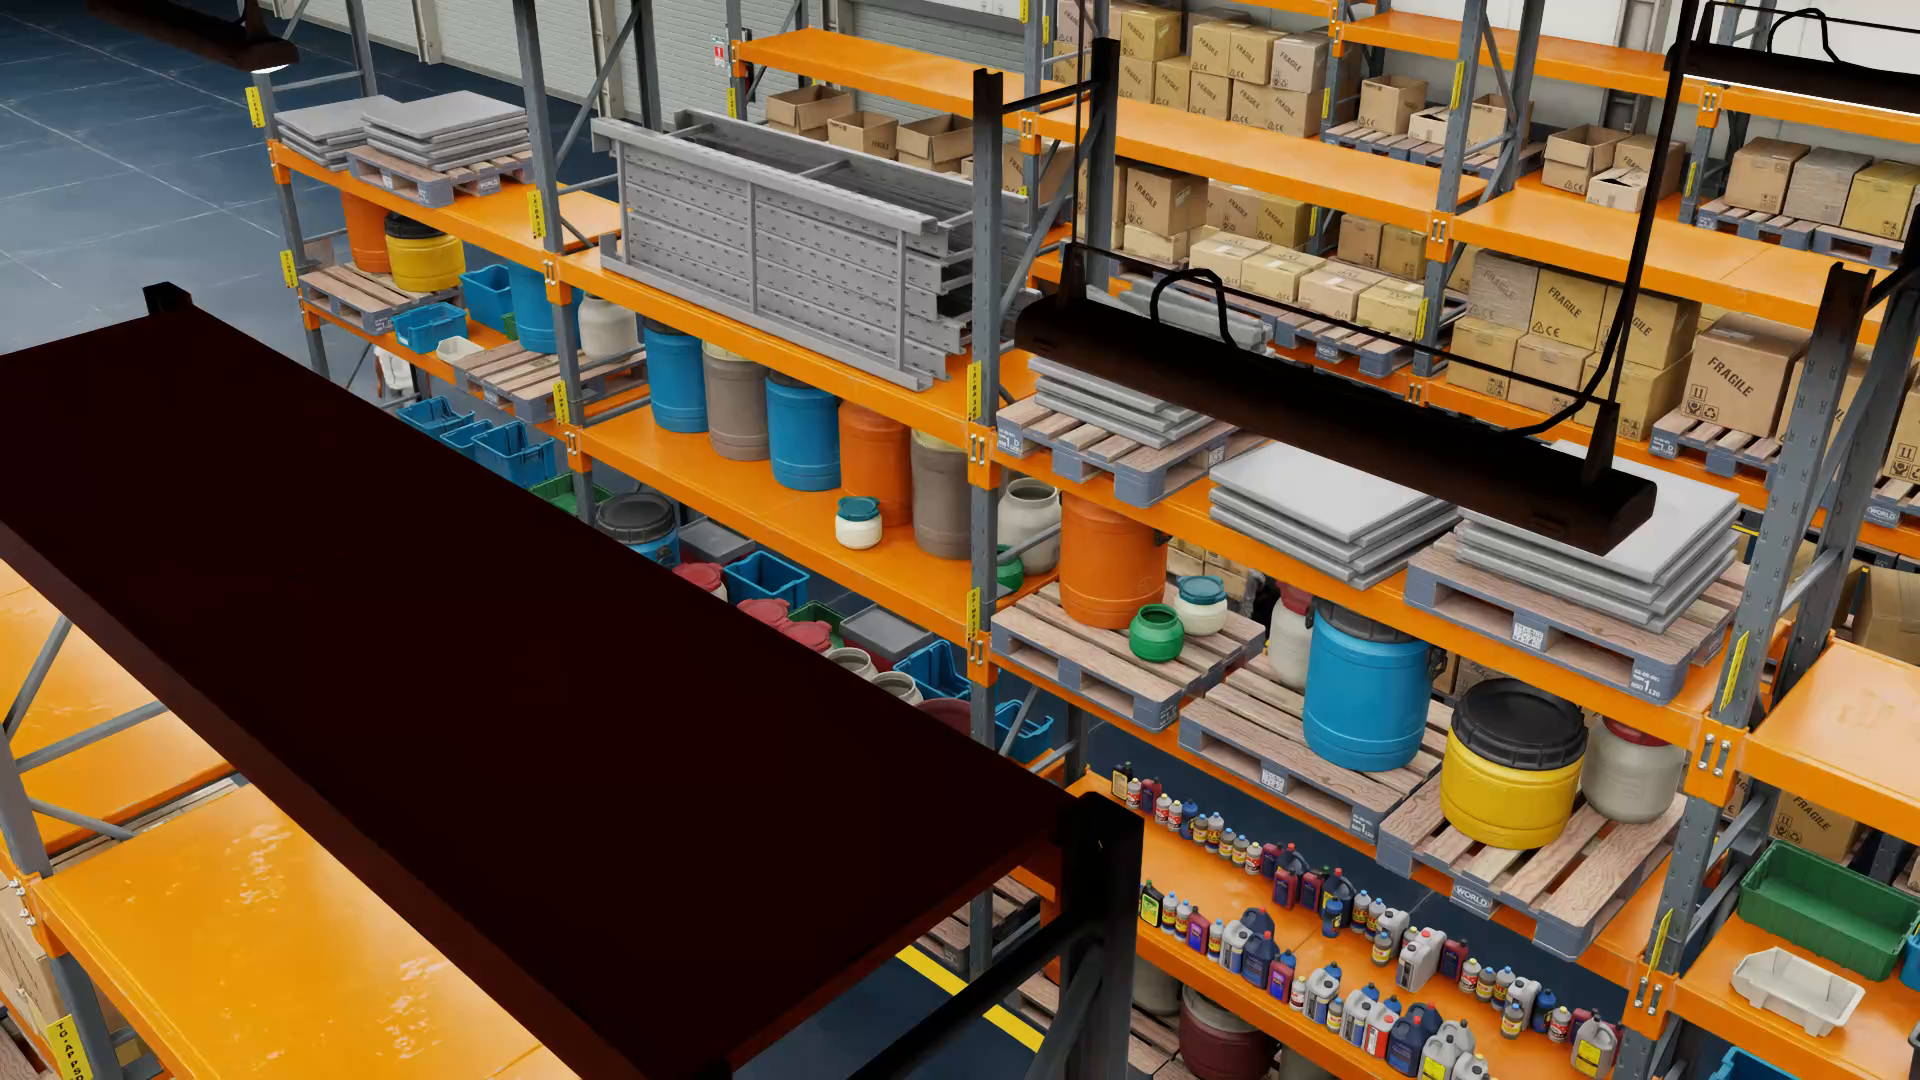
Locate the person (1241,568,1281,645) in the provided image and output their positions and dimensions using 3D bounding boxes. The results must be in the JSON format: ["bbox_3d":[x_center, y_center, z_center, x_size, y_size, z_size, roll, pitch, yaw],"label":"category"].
[{"bbox_3d":[2.439,0.659,13.331,0.600,1.705,0.903,-15,33,-25],"label":"person"}]

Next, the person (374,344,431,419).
[{"bbox_3d":[-5.762,-1.669,17.384,0.564,1.764,0.711,13,32,22],"label":"person"}]
